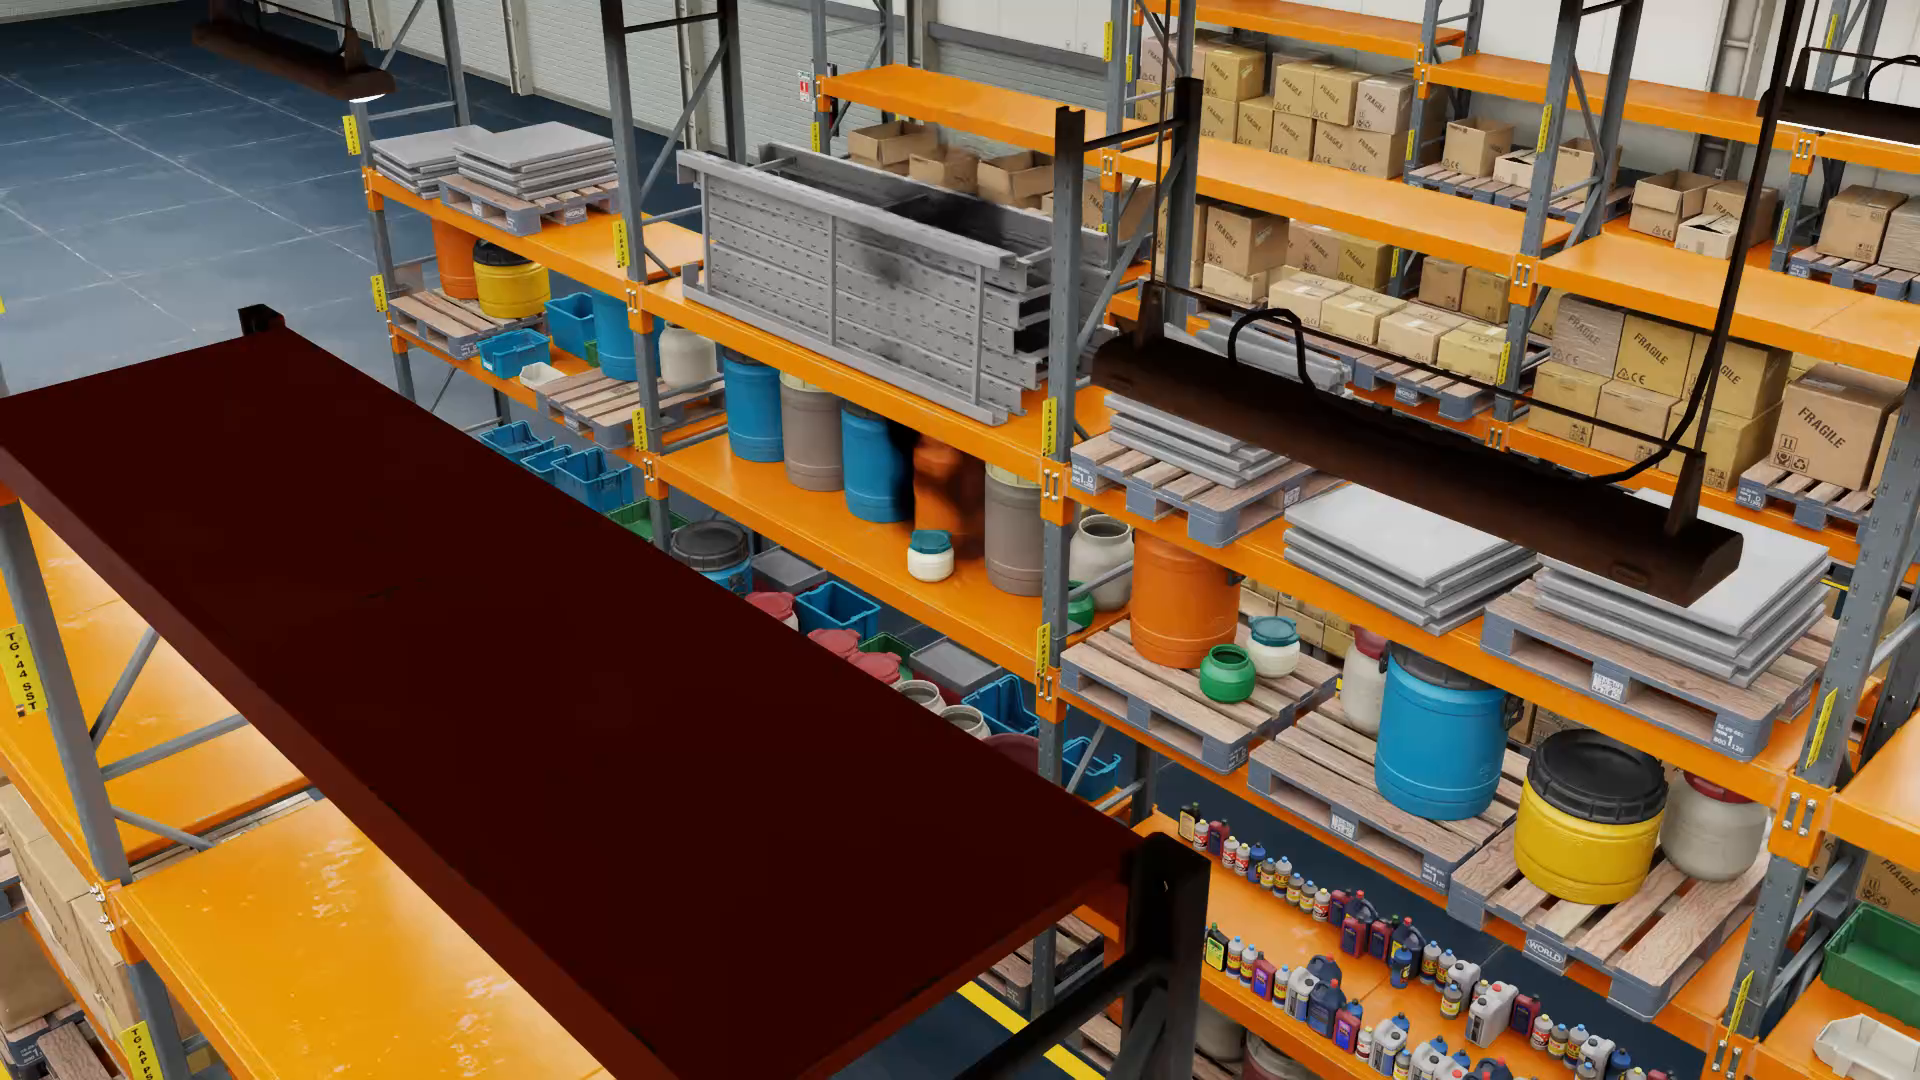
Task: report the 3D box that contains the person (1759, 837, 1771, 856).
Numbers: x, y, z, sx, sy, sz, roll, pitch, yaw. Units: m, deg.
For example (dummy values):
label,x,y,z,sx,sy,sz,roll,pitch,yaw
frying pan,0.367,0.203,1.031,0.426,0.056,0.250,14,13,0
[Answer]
label,x,y,z,sx,sy,sz,roll,pitch,yaw
person,4.748,2.351,10.611,0.598,1.744,0.646,19,33,31
